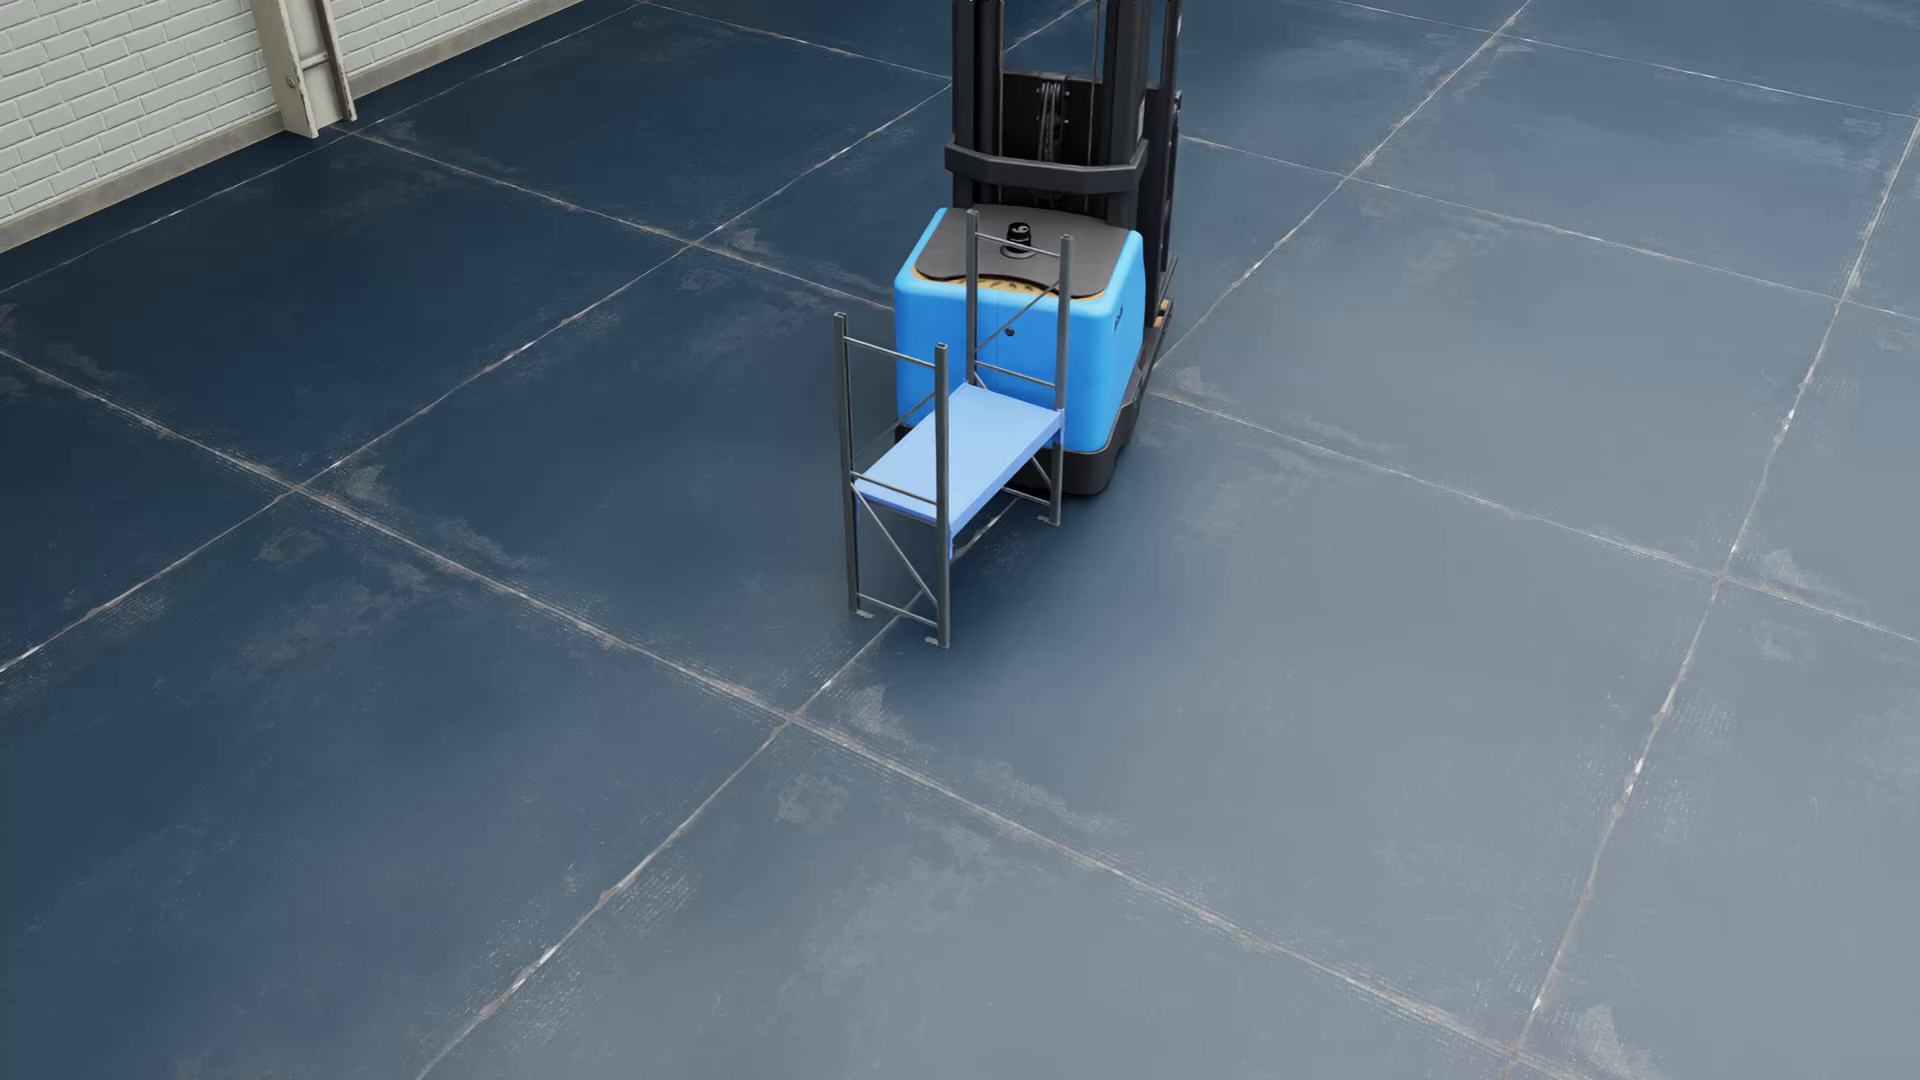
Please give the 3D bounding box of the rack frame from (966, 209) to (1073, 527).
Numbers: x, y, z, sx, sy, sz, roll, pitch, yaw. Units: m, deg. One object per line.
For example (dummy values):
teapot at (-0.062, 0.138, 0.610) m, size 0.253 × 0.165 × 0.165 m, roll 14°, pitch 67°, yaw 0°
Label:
rack frame at (0.249, -0.741, 7.482) m, size 0.500 × 1.500 × 0.032 m, roll 20°, pitch 42°, yaw 24°

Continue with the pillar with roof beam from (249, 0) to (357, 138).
pillar with roof beam at (-0.783, -5.032, 6.908) m, size 9.100 × 9.000 × 0.400 m, roll 21°, pitch 42°, yaw 25°

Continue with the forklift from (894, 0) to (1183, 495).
forklift at (0.564, -2.278, 8.304) m, size 1.130 × 2.935 × 3.031 m, roll 9°, pitch 39°, yaw 12°

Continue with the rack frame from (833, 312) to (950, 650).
rack frame at (-0.267, -0.206, 6.789) m, size 0.500 × 1.500 × 0.032 m, roll 20°, pitch 42°, yaw 24°

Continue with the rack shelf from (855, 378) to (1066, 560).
rack shelf at (-0.009, -0.331, 7.245) m, size 0.538 × 0.185 × 1.000 m, roll 20°, pitch 42°, yaw 24°

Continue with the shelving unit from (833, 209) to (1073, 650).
shelving unit at (-0.009, -0.473, 7.135) m, size 0.538 × 1.500 × 1.048 m, roll 20°, pitch 42°, yaw 24°
